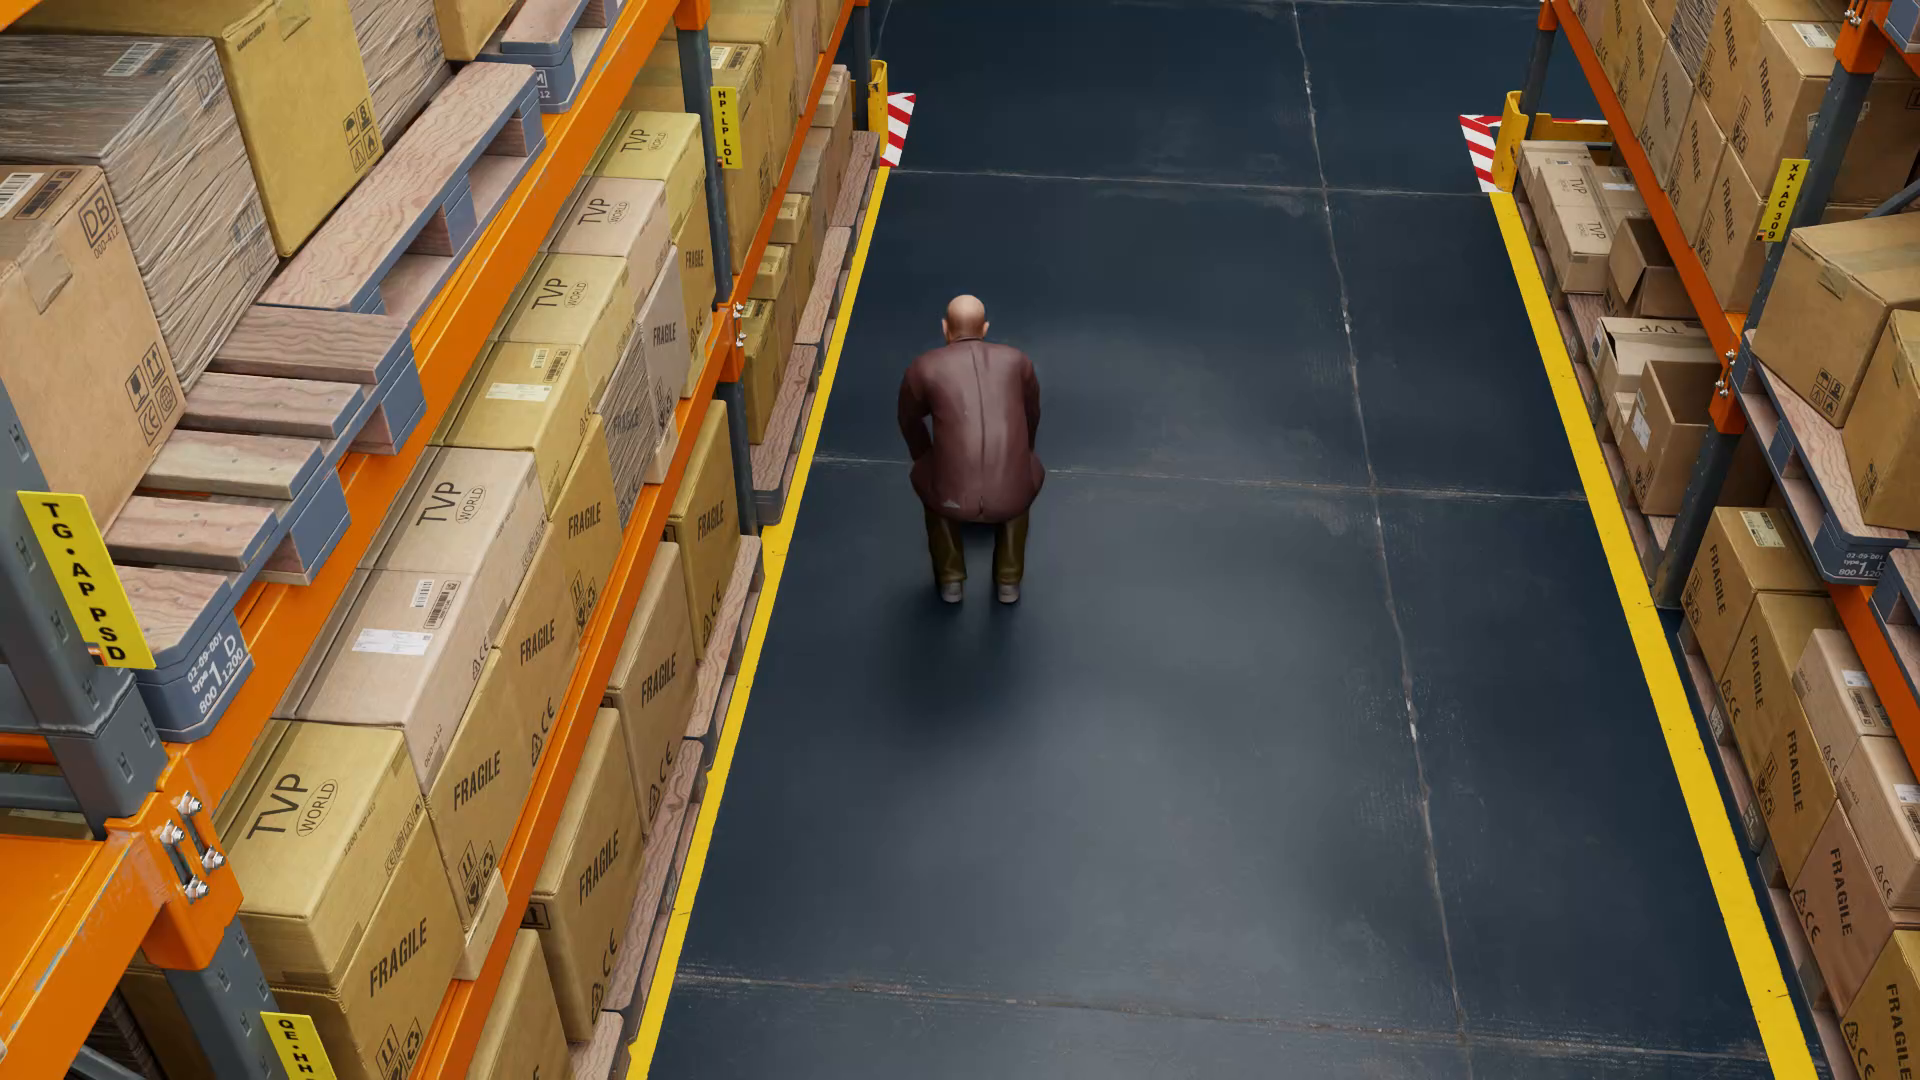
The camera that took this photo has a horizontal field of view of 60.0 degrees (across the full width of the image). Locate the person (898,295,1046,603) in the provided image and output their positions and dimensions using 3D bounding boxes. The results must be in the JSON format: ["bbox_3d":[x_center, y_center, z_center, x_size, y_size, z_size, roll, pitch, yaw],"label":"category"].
[{"bbox_3d":[0.049,-0.342,7.032,0.629,1.207,0.815,0,40,0],"label":"person"}]
